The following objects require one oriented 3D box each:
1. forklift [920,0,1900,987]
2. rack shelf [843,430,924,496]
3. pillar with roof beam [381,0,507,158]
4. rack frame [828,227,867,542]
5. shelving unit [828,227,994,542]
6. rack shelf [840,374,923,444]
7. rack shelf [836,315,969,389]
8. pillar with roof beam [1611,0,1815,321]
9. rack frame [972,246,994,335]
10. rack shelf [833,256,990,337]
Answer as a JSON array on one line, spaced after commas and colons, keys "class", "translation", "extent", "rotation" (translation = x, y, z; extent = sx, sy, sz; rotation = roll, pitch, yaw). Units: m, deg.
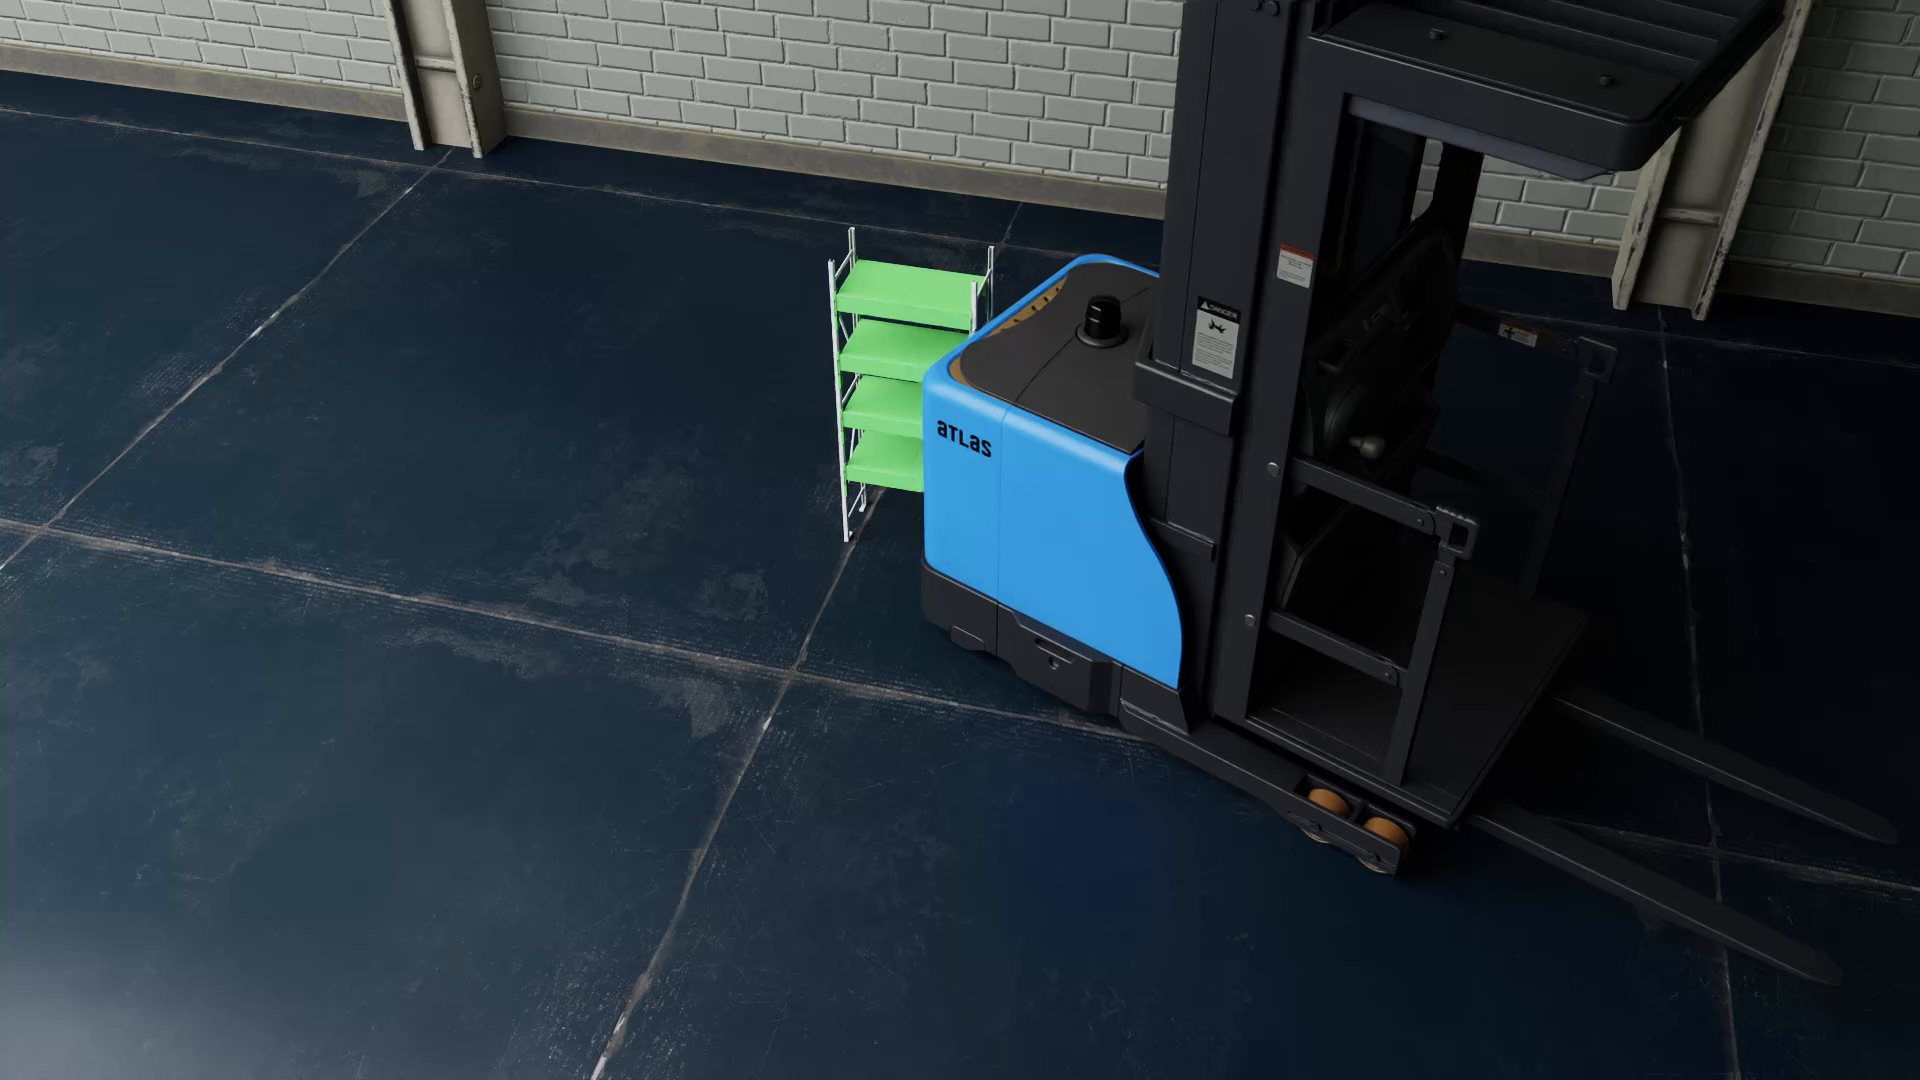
[{"class": "forklift", "translation": [1.349, -0.505, 4.572], "extent": [3.031, 2.935, 1.130], "rotation": [26, 46, 27]}, {"class": "rack shelf", "translation": [-0.160, -0.254, 6.092], "extent": [0.480, 0.148, 0.258], "rotation": [10, 41, 11]}, {"class": "pillar with roof beam", "translation": [-3.732, -2.875, 2.676], "extent": [0.400, 9.000, 9.100], "rotation": [10, 41, 11]}, {"class": "rack frame", "translation": [-0.396, -0.528, 5.945], "extent": [0.015, 1.200, 0.240], "rotation": [10, 41, 11]}, {"class": "shelving unit", "translation": [-0.160, -0.487, 5.897], "extent": [0.503, 1.200, 0.258], "rotation": [10, 41, 11]}, {"class": "rack shelf", "translation": [-0.160, -0.438, 5.938], "extent": [0.480, 0.148, 0.258], "rotation": [10, 41, 11]}, {"class": "rack shelf", "translation": [-0.160, -0.622, 5.784], "extent": [0.480, 0.148, 0.258], "rotation": [10, 41, 11]}, {"class": "pillar with roof beam", "translation": [2.064, -1.877, 1.488], "extent": [0.400, 9.000, 9.100], "rotation": [10, 41, 11]}, {"class": "rack frame", "translation": [0.076, -0.446, 5.849], "extent": [0.015, 1.200, 0.240], "rotation": [10, 41, 11]}, {"class": "rack shelf", "translation": [-0.160, -0.806, 5.629], "extent": [0.480, 0.148, 0.258], "rotation": [10, 41, 11]}]
